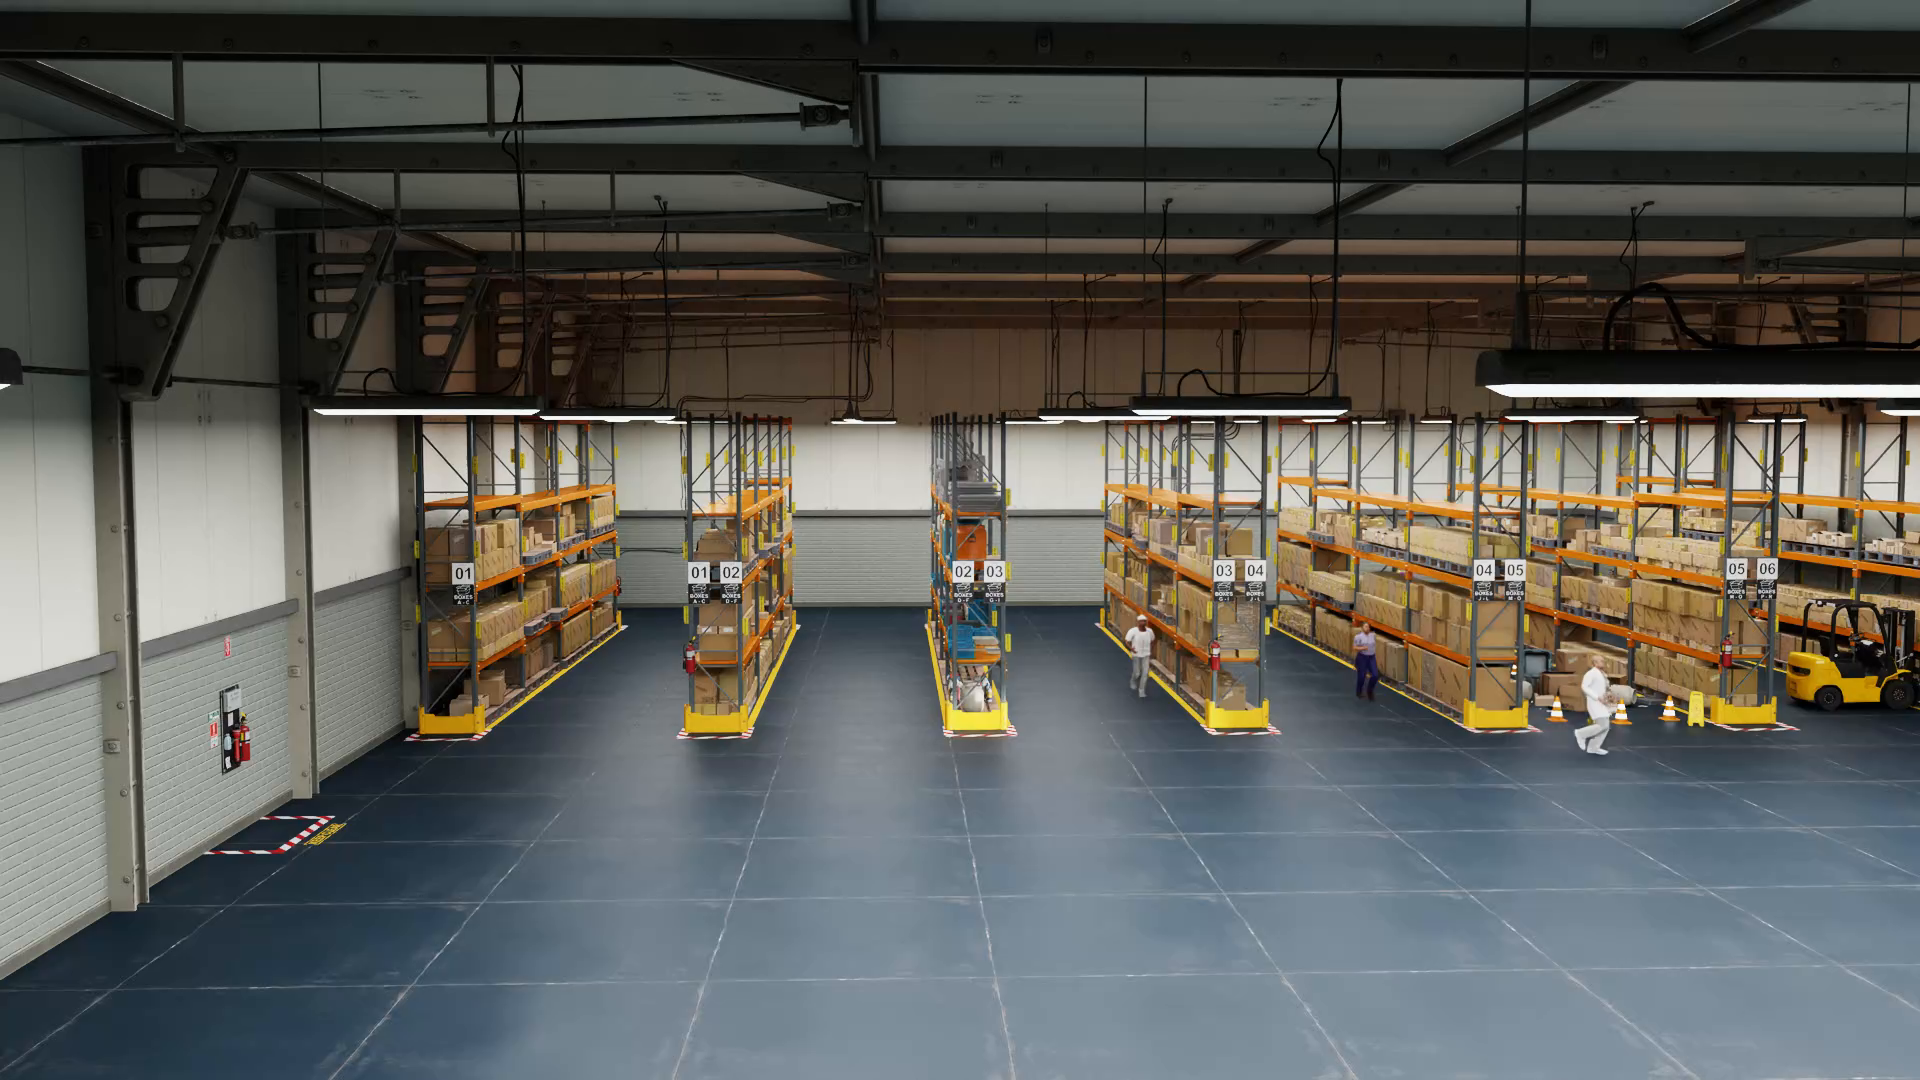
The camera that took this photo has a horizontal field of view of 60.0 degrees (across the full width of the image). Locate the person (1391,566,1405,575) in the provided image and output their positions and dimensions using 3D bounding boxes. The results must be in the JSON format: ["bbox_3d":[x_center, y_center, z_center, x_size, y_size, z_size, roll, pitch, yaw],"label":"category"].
[{"bbox_3d":[12.857,1.503,49.261,0.654,1.758,0.735,0,4,-2],"label":"person"}]

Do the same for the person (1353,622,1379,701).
[{"bbox_3d":[8.512,2.547,34.794,0.586,1.676,0.661,-1,4,-9],"label":"person"}]

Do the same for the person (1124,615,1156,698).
[{"bbox_3d":[3.843,2.447,35.317,0.697,1.743,0.768,-1,4,-10],"label":"person"}]

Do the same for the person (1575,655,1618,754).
[{"bbox_3d":[11.120,2.874,29.082,0.633,1.730,0.694,3,5,41],"label":"person"}]
